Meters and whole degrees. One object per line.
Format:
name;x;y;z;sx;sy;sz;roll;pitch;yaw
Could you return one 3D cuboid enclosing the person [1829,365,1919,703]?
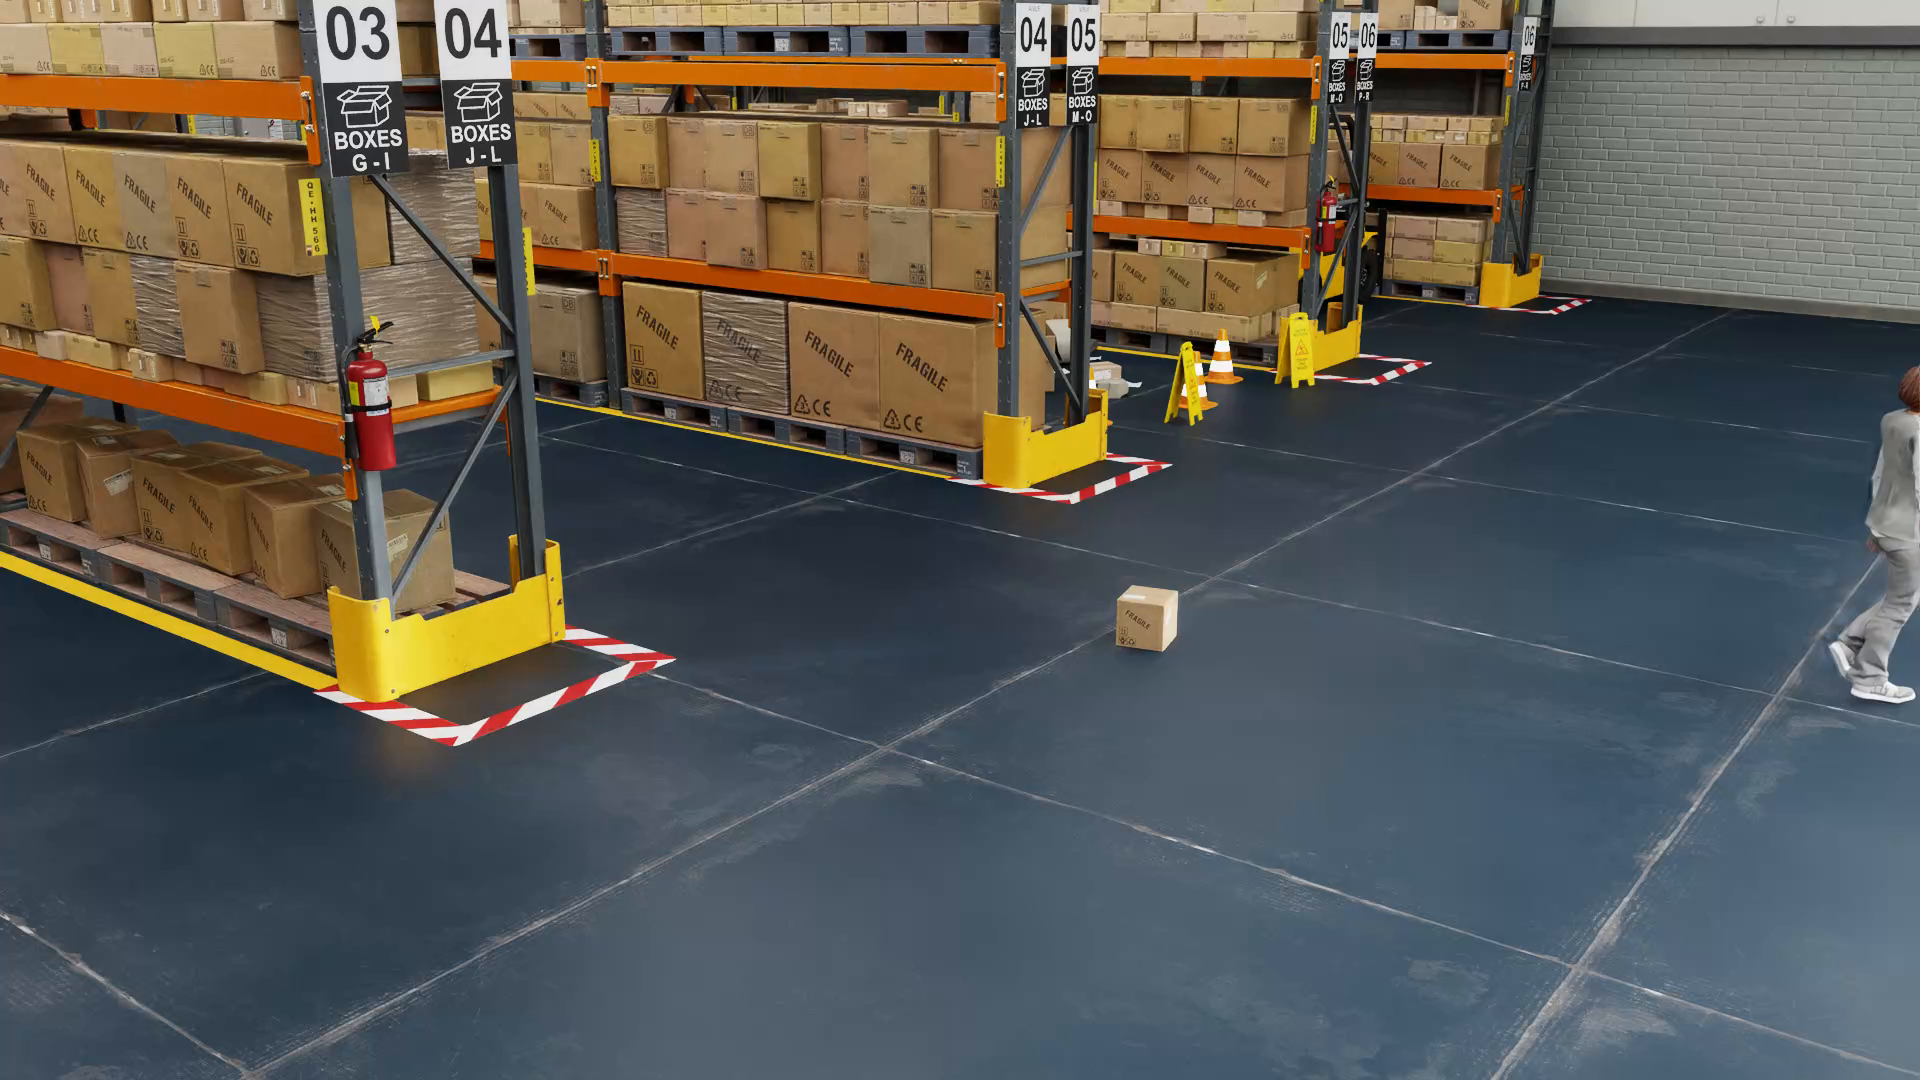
person;4.295;-0.026;7.557;0.410;1.590;0.412;3;17;9
